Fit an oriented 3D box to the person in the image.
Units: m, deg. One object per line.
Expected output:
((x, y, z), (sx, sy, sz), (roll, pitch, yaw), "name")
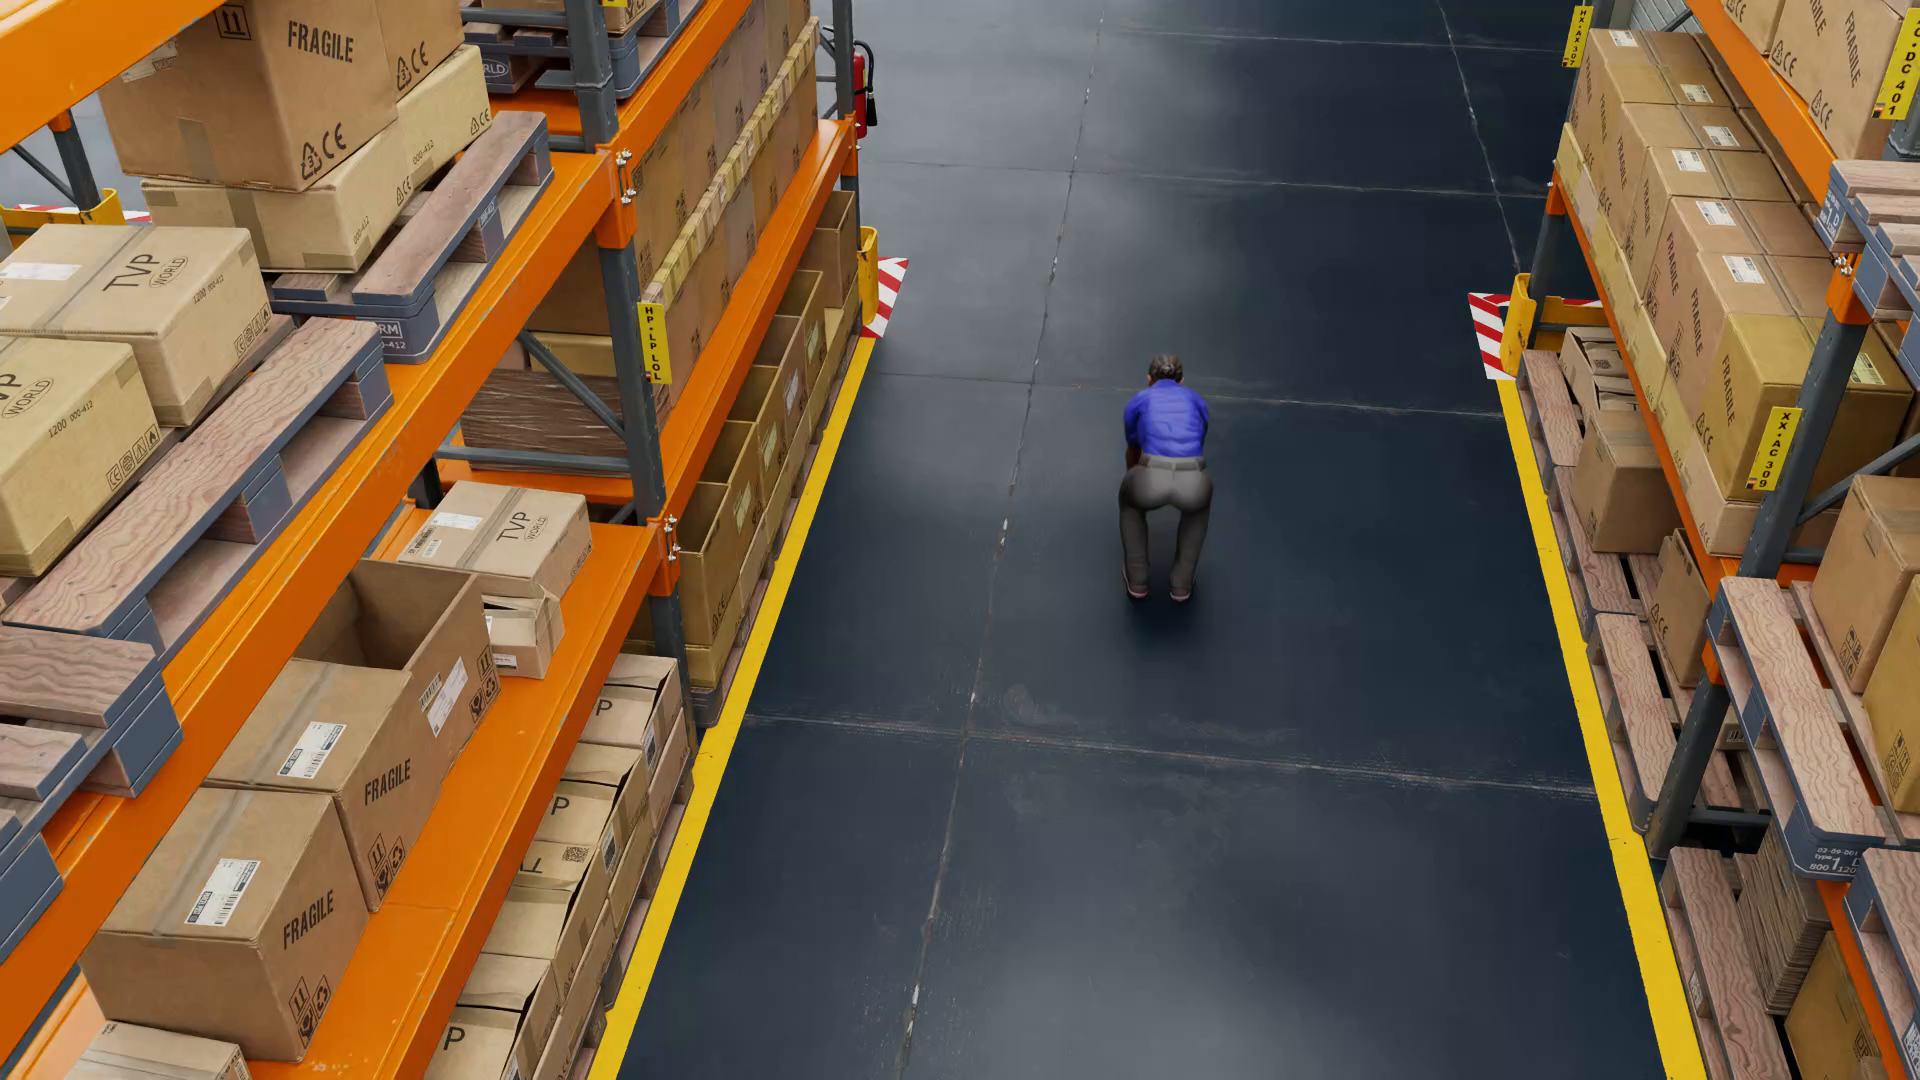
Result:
((0.971, -0.303, 7.984), (0.406, 1.035, 0.726), (3, 36, 4), "person")
